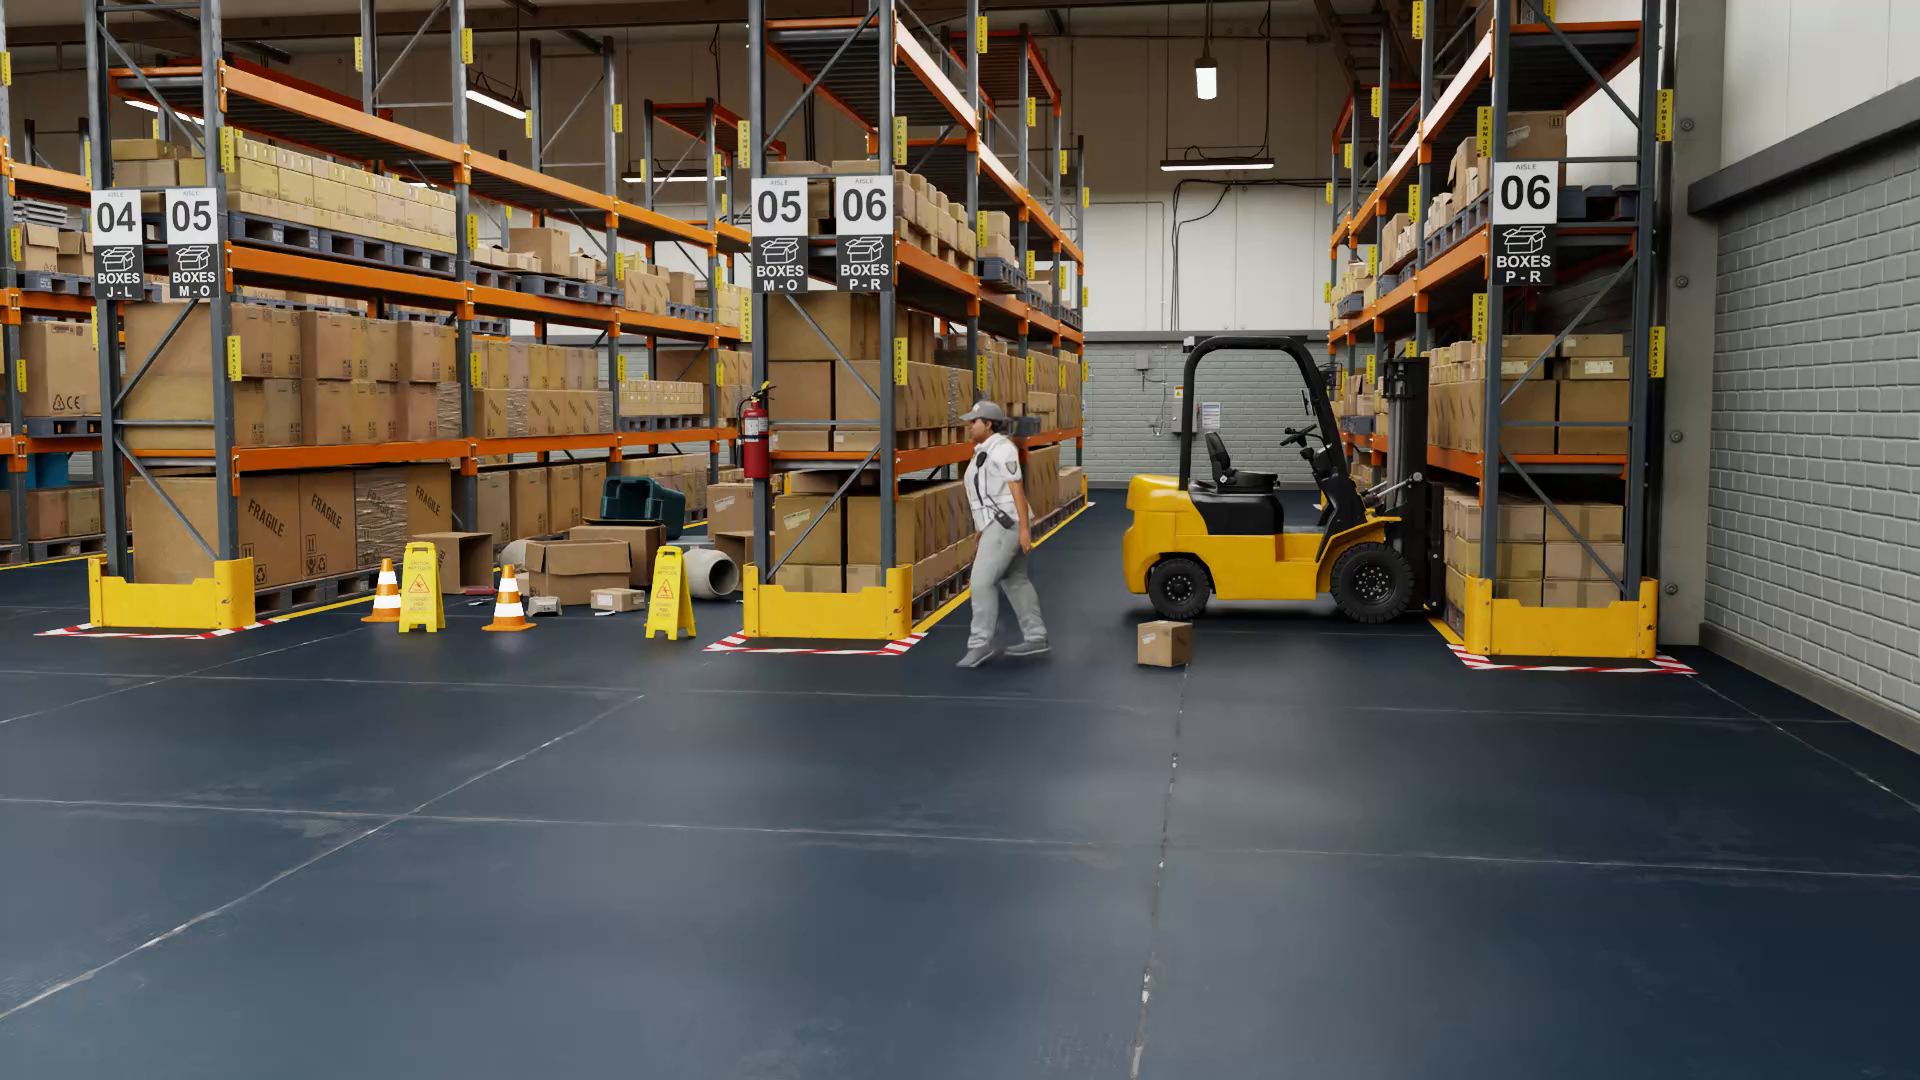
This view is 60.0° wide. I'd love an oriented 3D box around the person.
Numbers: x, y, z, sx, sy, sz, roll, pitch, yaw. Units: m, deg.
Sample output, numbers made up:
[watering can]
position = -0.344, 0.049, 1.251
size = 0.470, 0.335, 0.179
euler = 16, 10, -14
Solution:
[person]
position = 0.256, -0.037, 10.586
size = 0.661, 1.692, 0.507
euler = -1, 5, -9
